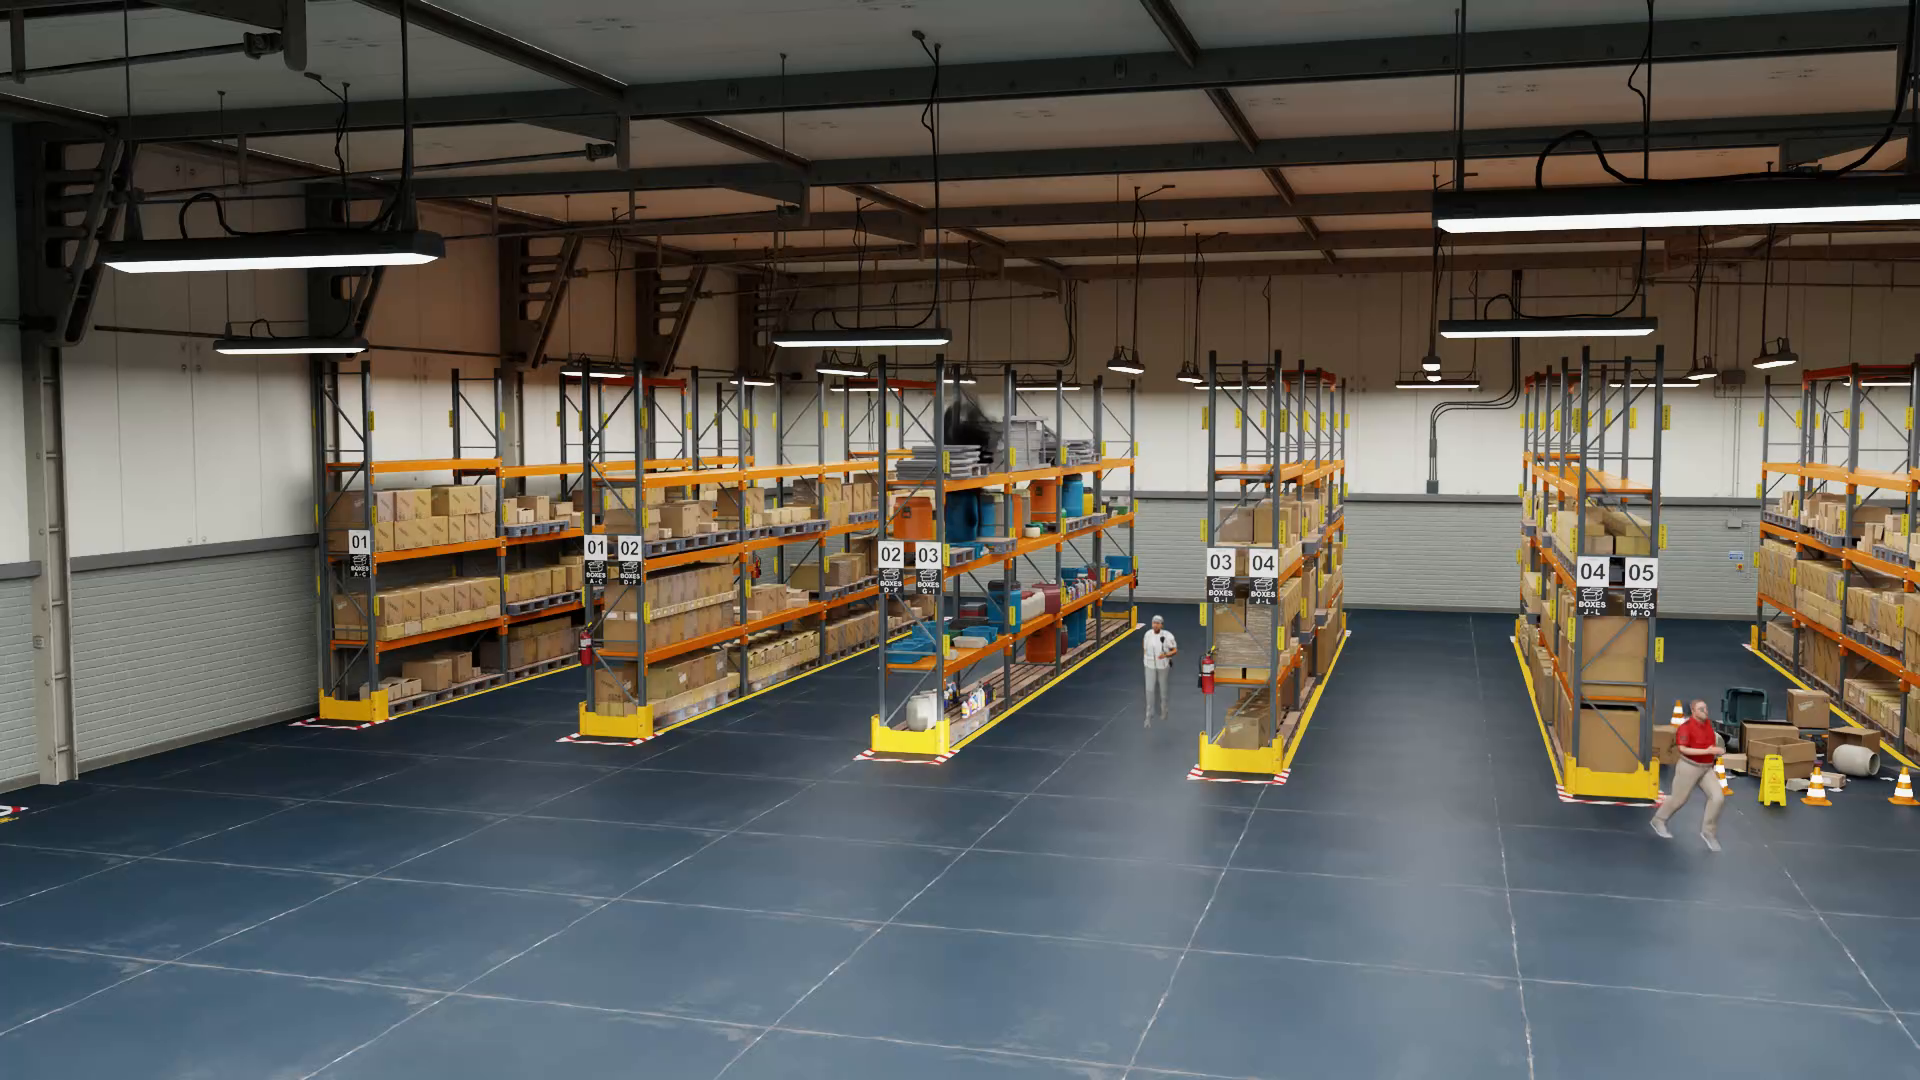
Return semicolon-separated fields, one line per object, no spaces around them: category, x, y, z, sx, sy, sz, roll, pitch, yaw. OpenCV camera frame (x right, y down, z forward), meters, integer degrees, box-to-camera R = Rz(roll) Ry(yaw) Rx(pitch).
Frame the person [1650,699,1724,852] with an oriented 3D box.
person;8.644;2.753;19.609;0.672;1.788;0.924;-2;4;-23

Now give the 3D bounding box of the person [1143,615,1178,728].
person;3.100;2.030;25.991;0.581;1.724;0.748;1;4;18
